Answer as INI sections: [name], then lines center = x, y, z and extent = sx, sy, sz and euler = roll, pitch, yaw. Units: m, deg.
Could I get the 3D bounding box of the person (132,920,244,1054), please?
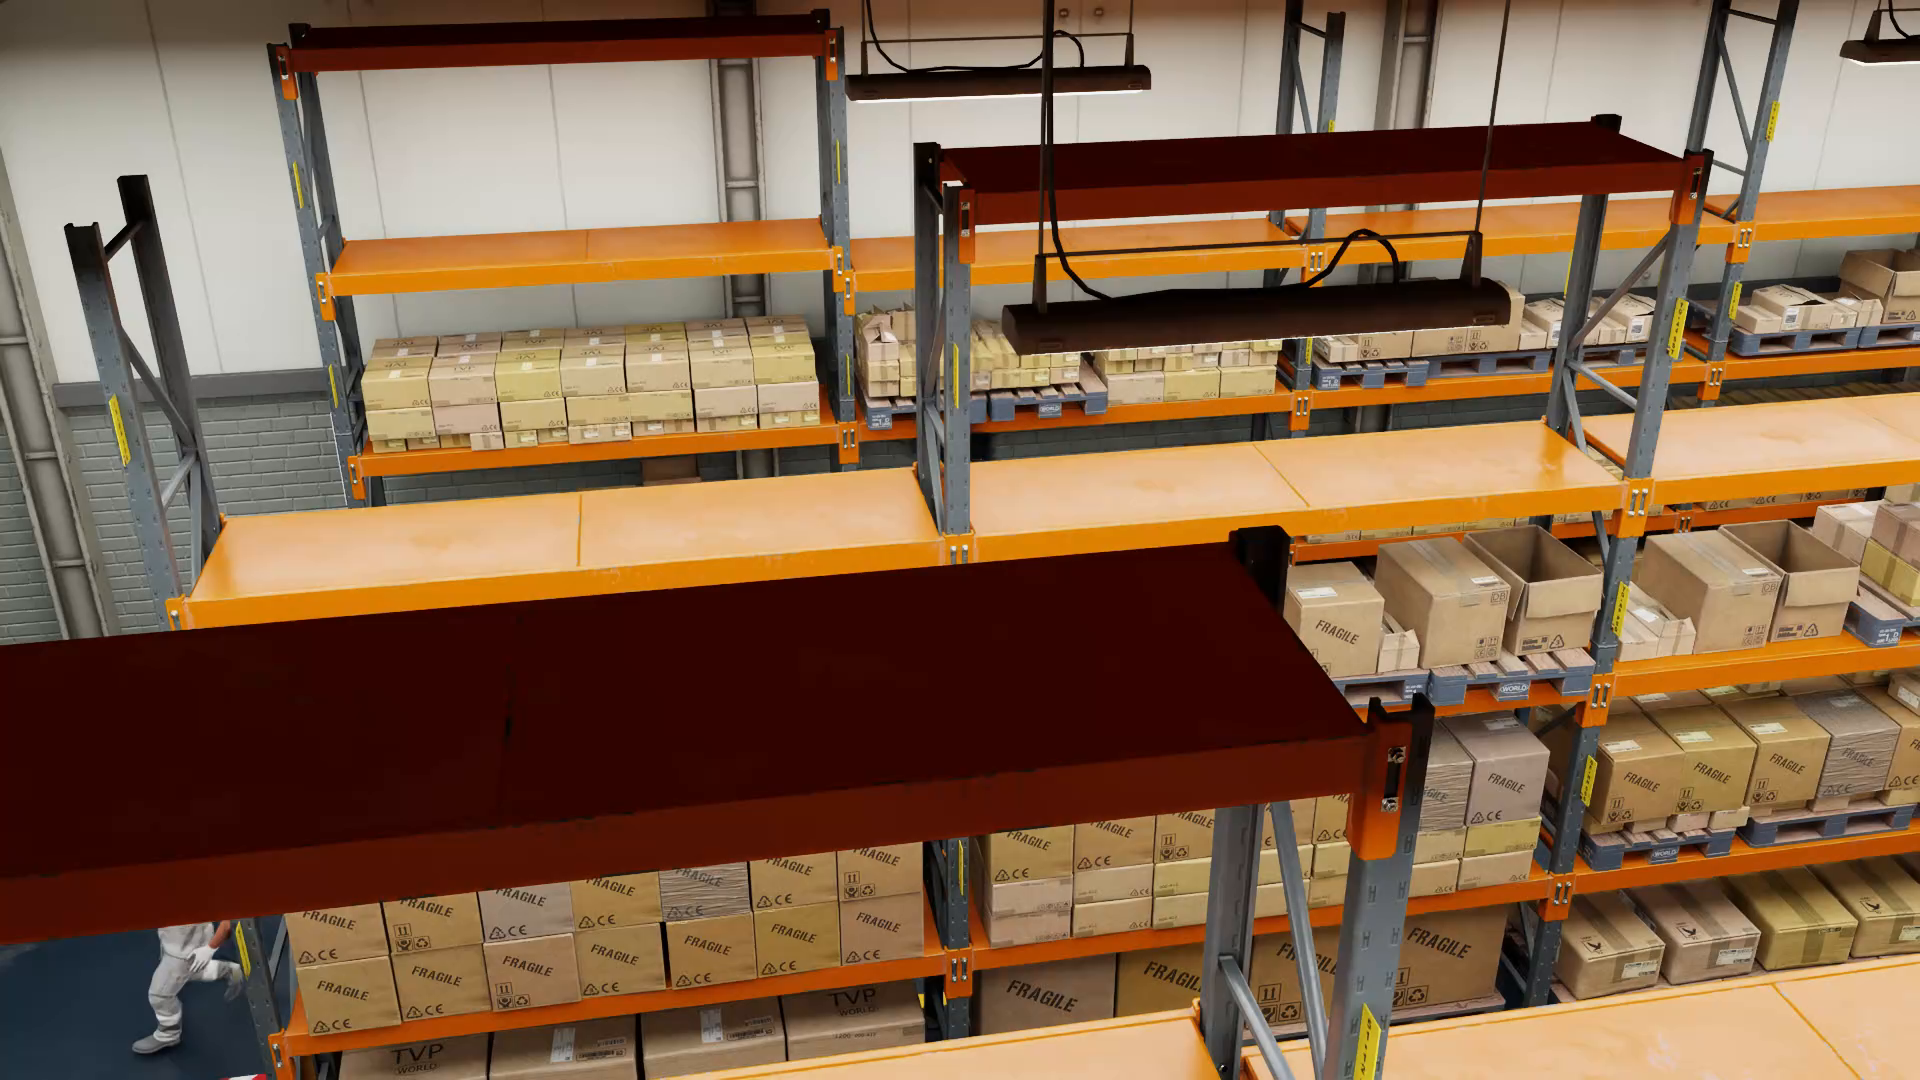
[person]
center = -5.091, 2.637, 10.859
extent = 0.847, 1.722, 0.731
euler = -17, 31, -31
